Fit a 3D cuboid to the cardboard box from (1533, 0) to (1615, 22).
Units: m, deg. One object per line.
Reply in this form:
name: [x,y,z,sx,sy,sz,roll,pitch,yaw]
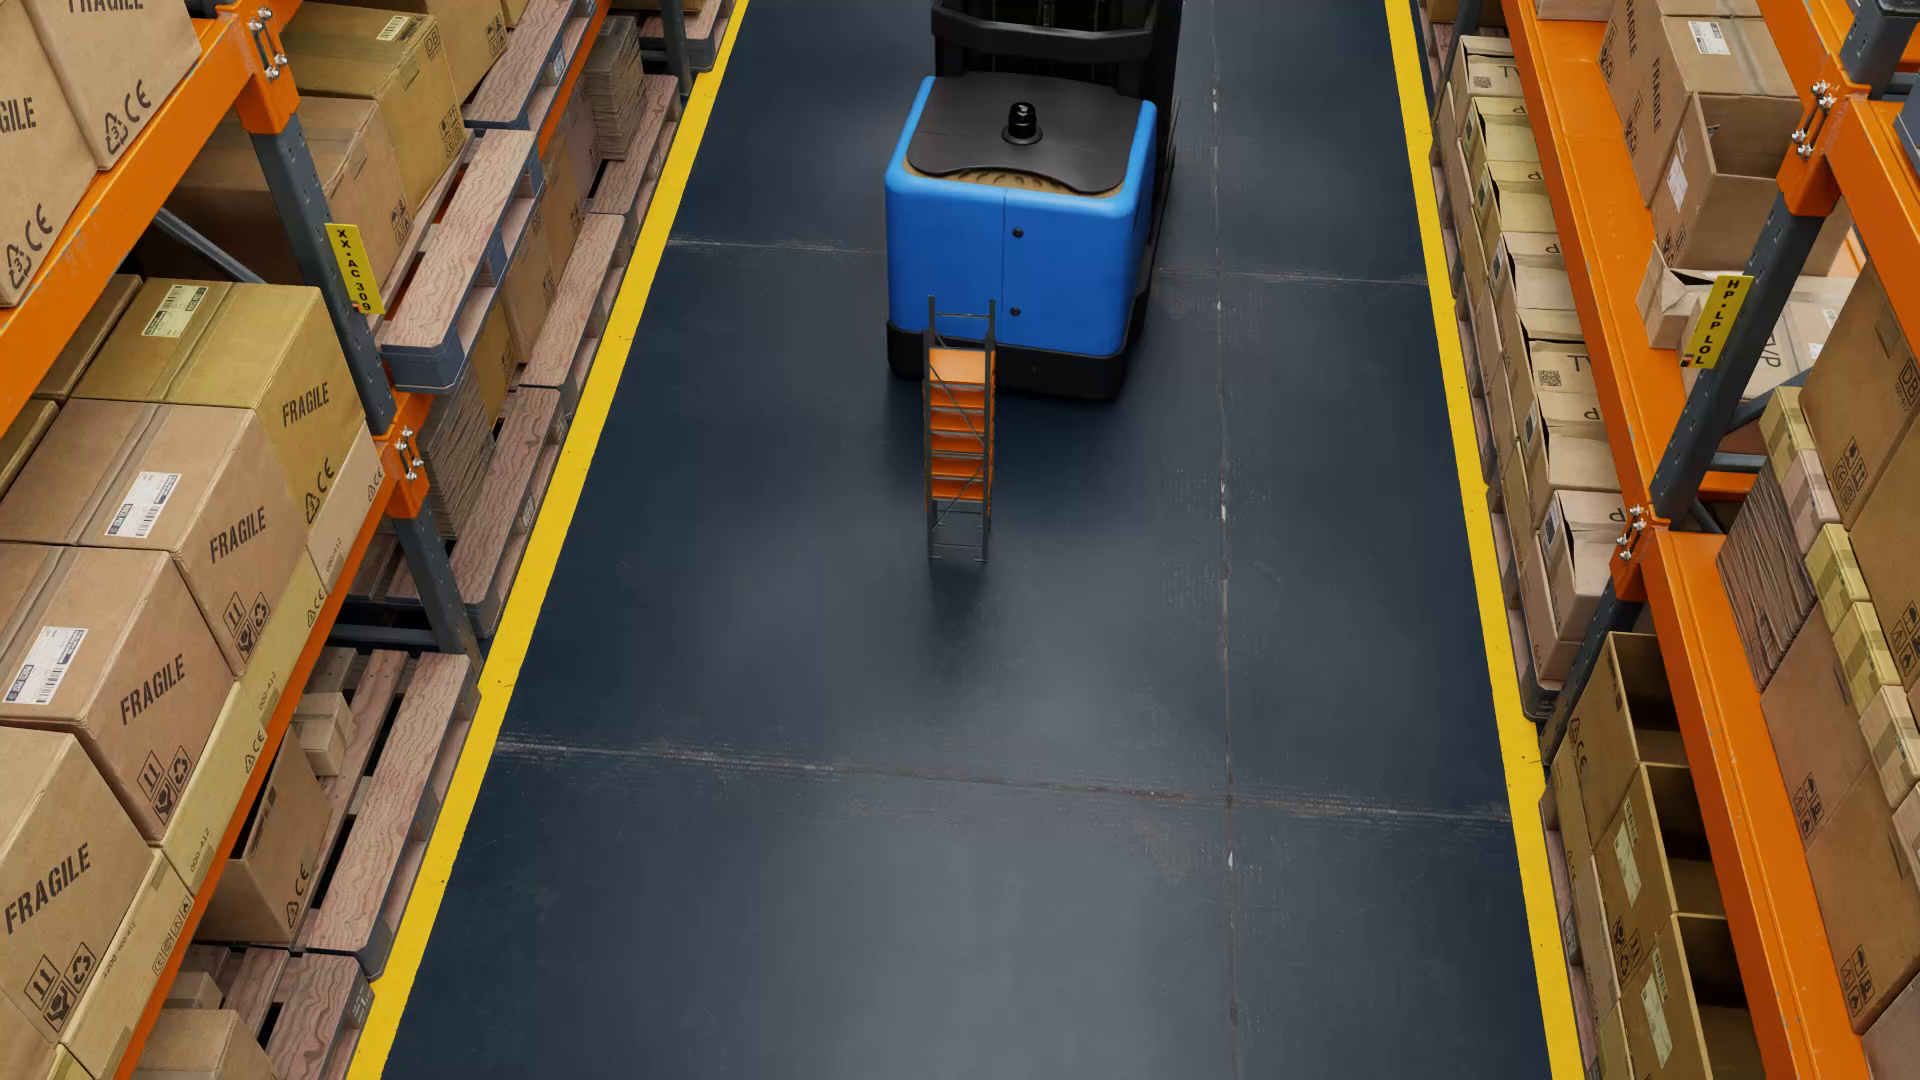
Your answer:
cardboard box: [2.705,-2.467,7.060,0.500,0.311,0.500,3,48,3]

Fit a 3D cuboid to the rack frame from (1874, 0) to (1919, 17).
rack frame: [2.615,-2.226,2.714,1.000,3.000,0.127,4,48,4]

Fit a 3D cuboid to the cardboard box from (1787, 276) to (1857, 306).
cardboard box: [2.899,-0.754,5.603,0.380,0.149,0.250,4,48,4]

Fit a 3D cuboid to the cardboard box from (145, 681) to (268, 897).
cardboard box: [-2.144,0.617,4.267,0.500,0.250,0.500,4,48,3]

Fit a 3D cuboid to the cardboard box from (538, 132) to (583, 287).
cardboard box: [-2.147,-1.506,7.516,0.700,0.500,0.500,4,48,3]

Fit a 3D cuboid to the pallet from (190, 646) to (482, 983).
pallet: [-2.344,0.905,5.805,1.003,0.211,1.213,4,48,4]

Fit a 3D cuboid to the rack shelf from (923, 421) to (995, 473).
rack shelf: [-0.001,-0.364,6.356,0.258,0.103,0.180,4,48,4]

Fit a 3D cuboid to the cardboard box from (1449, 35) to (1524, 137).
cardboard box: [2.639,-2.179,7.935,0.500,0.311,0.500,5,48,5]

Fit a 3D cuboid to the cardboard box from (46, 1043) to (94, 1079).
cardboard box: [-2.237,1.358,3.590,0.500,0.250,0.500,3,48,3]

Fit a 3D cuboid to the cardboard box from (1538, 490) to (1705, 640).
cardboard box: [2.366,0.079,5.870,0.500,0.311,0.500,4,48,4]

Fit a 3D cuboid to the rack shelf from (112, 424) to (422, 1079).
rack shelf: [-2.501,1.180,4.151,1.077,0.370,4.000,4,48,4]

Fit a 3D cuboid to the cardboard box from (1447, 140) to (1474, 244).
cardboard box: [2.594,-1.620,7.804,0.500,0.250,0.500,3,48,2]

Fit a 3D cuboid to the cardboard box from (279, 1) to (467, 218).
cardboard box: [-2.180,-1.496,5.746,0.700,0.500,0.500,8,48,8]

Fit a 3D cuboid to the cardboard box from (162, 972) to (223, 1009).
cardboard box: [-2.484,1.456,5.046,0.380,0.149,0.250,0,48,0]

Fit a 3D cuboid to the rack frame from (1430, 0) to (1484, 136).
rack frame: [2.980,-3.141,7.616,1.000,3.000,0.127,4,48,4]

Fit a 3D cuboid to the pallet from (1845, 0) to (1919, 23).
pallet: [2.683,-1.798,4.485,0.805,0.209,1.217,2,48,2]

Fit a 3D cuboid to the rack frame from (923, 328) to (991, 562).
rack frame: [-0.010,-0.327,6.262,0.240,1.200,0.006,4,48,4]

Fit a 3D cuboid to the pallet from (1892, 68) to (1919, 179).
pallet: [2.563,-0.556,3.278,1.003,0.211,1.213,4,48,4]

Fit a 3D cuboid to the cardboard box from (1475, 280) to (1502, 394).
cardboard box: [2.506,-0.861,7.109,0.500,0.250,0.500,5,48,4]

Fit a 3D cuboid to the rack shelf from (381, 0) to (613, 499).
rack shelf: [-2.136,-1.759,6.839,1.077,0.370,4.000,4,48,4]

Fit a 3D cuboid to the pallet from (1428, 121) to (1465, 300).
pallet: [2.866,-1.597,8.094,1.003,0.211,1.213,4,48,4]

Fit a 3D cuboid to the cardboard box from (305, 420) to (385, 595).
cardboard box: [-2.060,-0.120,4.941,0.500,0.250,0.500,4,48,4]

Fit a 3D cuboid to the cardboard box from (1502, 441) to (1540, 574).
cardboard box: [2.412,-0.111,6.424,0.500,0.250,0.500,3,48,3]

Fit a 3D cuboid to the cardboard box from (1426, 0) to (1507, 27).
cardboard box: [2.831,-3.149,9.019,0.500,0.500,0.500,6,48,5]

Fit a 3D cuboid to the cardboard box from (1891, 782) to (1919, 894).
cardboard box: [2.284,0.677,3.616,0.380,0.149,0.250,3,48,2]

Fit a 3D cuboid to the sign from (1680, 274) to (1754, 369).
sign: [2.074,-0.595,4.556,0.100,0.325,0.005,4,48,4]

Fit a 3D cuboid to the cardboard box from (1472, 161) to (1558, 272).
cardboard box: [2.551,-1.418,7.238,0.500,0.311,0.500,3,48,2]

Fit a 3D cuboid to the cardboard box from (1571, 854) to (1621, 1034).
cardboard box: [2.220,1.272,5.158,0.500,0.250,0.500,4,48,4]

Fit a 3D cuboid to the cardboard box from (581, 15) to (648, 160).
cardboard box: [-1.967,-2.244,8.191,0.700,0.500,0.500,4,48,4]

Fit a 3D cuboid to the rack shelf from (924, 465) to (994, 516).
rack shelf: [-0.001,-0.202,6.533,0.258,0.103,0.180,4,48,4]

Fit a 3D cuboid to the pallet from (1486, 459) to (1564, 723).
pallet: [2.643,0.195,6.454,1.003,0.211,1.213,4,48,4]

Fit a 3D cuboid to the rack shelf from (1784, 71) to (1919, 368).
rack shelf: [2.433,0.499,2.742,1.077,0.370,4.000,4,48,4]

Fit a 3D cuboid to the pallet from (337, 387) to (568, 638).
pallet: [-2.249,-0.163,6.782,1.003,0.211,1.213,4,48,4]

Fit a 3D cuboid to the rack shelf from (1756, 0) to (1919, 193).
rack shelf: [2.797,-2.441,5.430,1.077,0.370,4.000,4,48,4]

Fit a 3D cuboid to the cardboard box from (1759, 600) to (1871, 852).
cardboard box: [2.539,0.479,4.237,0.700,0.500,0.500,3,48,3]

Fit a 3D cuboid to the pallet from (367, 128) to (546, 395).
pallet: [-2.104,-1.019,5.805,1.003,0.211,1.213,4,48,4]

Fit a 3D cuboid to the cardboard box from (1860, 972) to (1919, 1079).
cardboard box: [2.444,1.224,3.556,0.700,0.500,0.500,5,48,5]

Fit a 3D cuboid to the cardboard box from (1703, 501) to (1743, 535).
cardboard box: [2.901,0.108,5.843,0.500,0.311,0.500,4,48,4]

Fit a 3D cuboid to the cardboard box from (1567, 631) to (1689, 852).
cardboard box: [2.261,0.651,5.218,0.500,0.500,0.500,4,48,4]

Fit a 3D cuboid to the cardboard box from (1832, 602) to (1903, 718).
cardboard box: [2.331,0.297,3.964,0.380,0.149,0.250,3,48,3]

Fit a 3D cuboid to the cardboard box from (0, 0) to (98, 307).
cardboard box: [-2.177,-0.826,3.385,0.500,0.500,0.500,0,48,0]

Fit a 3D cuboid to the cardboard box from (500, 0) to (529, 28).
cardboard box: [-2.078,-2.390,6.564,0.700,0.500,0.500,4,48,4]

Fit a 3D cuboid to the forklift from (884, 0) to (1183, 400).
forklift: [0.478,-2.708,7.266,1.130,2.935,3.031,9,48,8]

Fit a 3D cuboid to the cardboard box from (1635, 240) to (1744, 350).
cardboard box: [2.512,-0.815,5.579,0.396,0.266,0.258,3,48,3]

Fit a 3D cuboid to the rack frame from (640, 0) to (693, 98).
rack frame: [-1.954,-3.471,7.918,1.000,3.000,0.127,4,48,4]

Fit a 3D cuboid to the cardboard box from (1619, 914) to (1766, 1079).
cardboard box: [2.170,1.386,4.546,0.500,0.500,0.500,4,48,4]

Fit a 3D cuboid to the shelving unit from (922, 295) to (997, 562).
shelving unit: [-0.001,-0.394,6.323,0.258,1.200,0.189,4,48,4]

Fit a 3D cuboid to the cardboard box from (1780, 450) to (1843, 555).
cardboard box: [2.375,-0.085,4.314,0.380,0.149,0.250,5,48,4]

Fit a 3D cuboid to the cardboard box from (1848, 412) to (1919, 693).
cardboard box: [2.536,0.025,3.774,0.700,0.500,0.500,4,48,3]

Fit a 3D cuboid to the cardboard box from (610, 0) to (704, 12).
cardboard box: [-1.756,-3.419,9.043,0.750,0.750,0.750,3,48,3]

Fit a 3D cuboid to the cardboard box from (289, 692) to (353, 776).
cardboard box: [-2.337,0.671,5.751,0.380,0.166,0.250,-2,48,-2]

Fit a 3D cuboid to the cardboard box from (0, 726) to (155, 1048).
cardboard box: [-2.197,0.746,3.641,0.500,0.500,0.500,5,48,5]

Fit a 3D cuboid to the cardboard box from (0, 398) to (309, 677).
cardboard box: [-2.093,-0.006,4.328,0.500,0.500,0.500,4,48,3]

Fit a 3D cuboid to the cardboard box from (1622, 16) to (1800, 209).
cardboard box: [2.795,-1.554,6.096,0.500,0.500,0.500,4,48,4]

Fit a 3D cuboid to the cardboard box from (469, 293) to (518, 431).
cardboard box: [-2.271,-0.762,6.836,0.700,0.500,0.500,3,48,3]

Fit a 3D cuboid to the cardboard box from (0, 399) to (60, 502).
cardboard box: [-2.620,-0.030,4.350,0.500,0.500,0.500,4,48,3]

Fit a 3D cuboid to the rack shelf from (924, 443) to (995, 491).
rack shelf: [-0.001,-0.283,6.445,0.258,0.103,0.180,4,48,4]

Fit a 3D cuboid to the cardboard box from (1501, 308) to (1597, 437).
cardboard box: [2.455,-0.671,6.555,0.500,0.311,0.500,4,48,3]
